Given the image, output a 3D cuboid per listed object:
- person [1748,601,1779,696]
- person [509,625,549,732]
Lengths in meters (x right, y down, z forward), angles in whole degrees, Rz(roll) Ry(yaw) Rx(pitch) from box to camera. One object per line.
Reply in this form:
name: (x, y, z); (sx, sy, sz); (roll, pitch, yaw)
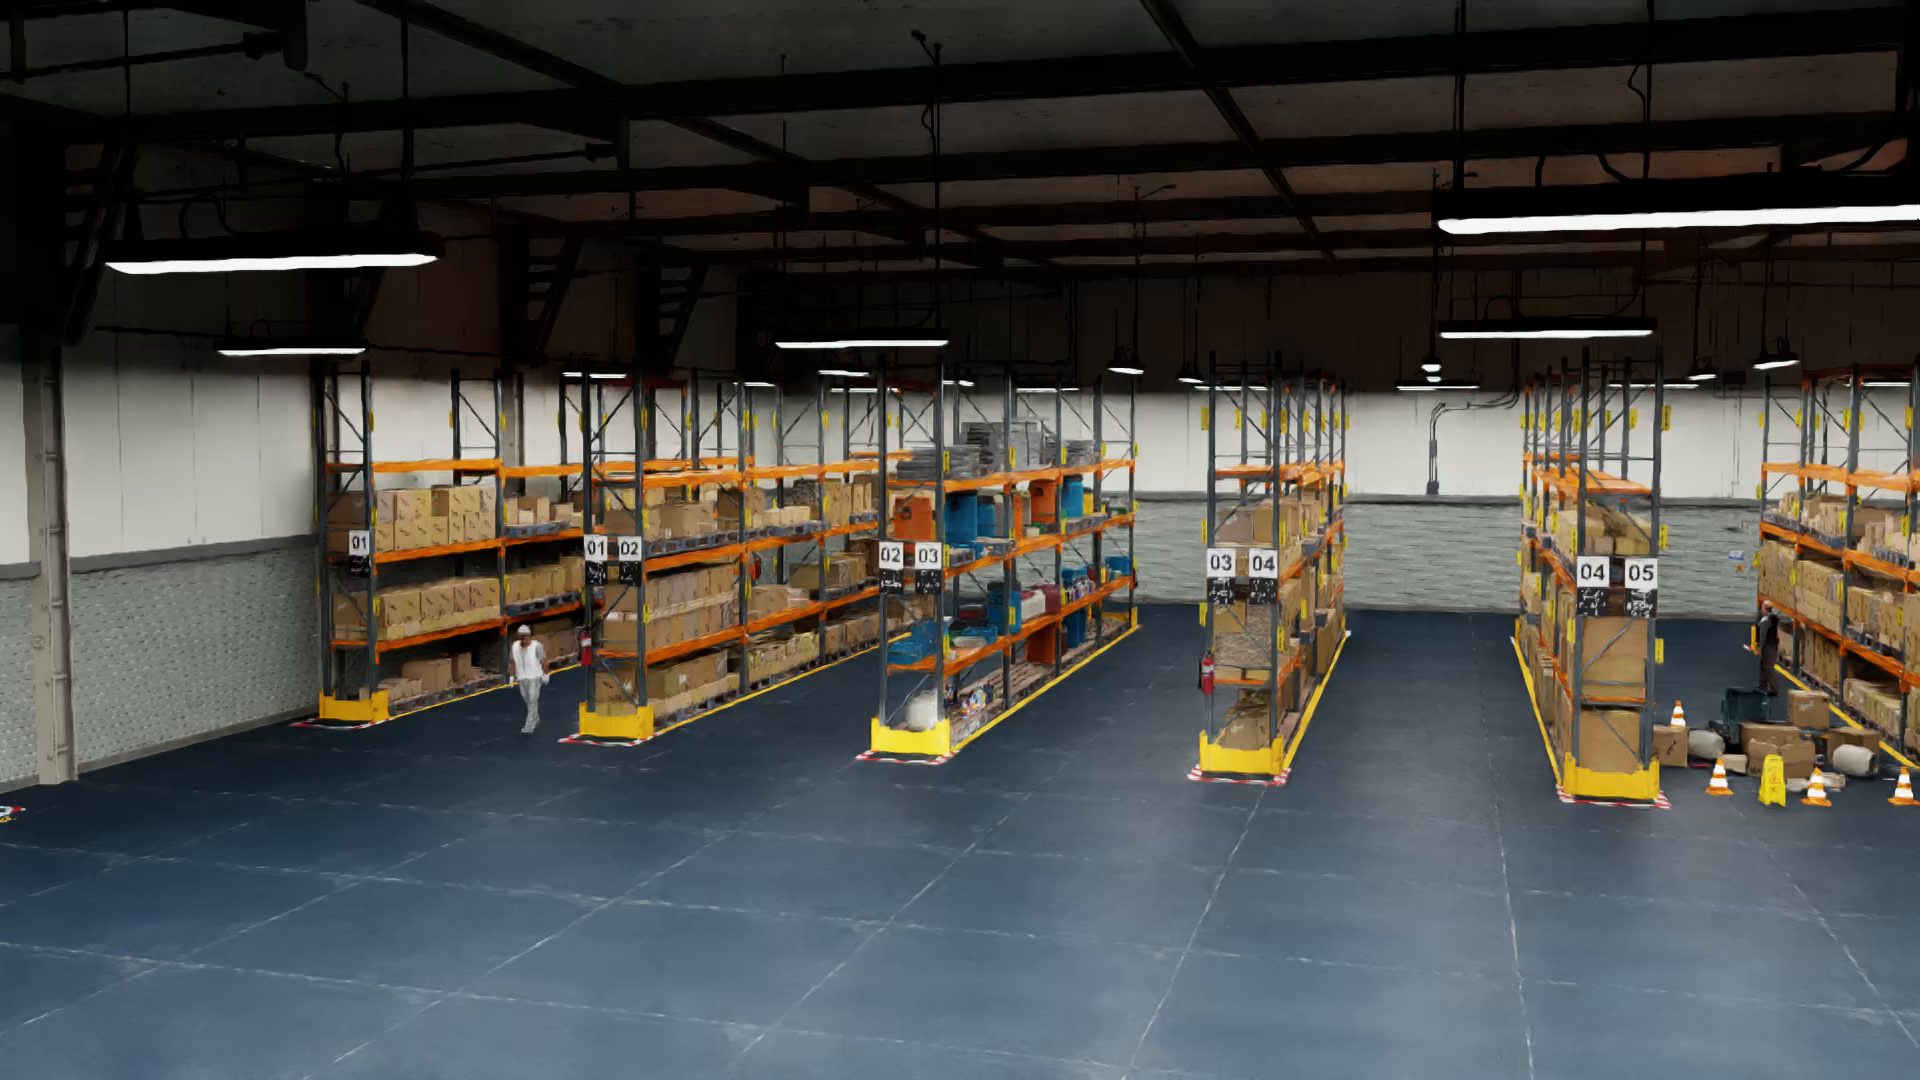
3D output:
person: (14.716, 1.959, 30.401); (0.581, 1.718, 0.640); (3, 5, 38)
person: (-6.982, 2.210, 26.808); (0.578, 1.704, 1.054); (1, 4, 11)
